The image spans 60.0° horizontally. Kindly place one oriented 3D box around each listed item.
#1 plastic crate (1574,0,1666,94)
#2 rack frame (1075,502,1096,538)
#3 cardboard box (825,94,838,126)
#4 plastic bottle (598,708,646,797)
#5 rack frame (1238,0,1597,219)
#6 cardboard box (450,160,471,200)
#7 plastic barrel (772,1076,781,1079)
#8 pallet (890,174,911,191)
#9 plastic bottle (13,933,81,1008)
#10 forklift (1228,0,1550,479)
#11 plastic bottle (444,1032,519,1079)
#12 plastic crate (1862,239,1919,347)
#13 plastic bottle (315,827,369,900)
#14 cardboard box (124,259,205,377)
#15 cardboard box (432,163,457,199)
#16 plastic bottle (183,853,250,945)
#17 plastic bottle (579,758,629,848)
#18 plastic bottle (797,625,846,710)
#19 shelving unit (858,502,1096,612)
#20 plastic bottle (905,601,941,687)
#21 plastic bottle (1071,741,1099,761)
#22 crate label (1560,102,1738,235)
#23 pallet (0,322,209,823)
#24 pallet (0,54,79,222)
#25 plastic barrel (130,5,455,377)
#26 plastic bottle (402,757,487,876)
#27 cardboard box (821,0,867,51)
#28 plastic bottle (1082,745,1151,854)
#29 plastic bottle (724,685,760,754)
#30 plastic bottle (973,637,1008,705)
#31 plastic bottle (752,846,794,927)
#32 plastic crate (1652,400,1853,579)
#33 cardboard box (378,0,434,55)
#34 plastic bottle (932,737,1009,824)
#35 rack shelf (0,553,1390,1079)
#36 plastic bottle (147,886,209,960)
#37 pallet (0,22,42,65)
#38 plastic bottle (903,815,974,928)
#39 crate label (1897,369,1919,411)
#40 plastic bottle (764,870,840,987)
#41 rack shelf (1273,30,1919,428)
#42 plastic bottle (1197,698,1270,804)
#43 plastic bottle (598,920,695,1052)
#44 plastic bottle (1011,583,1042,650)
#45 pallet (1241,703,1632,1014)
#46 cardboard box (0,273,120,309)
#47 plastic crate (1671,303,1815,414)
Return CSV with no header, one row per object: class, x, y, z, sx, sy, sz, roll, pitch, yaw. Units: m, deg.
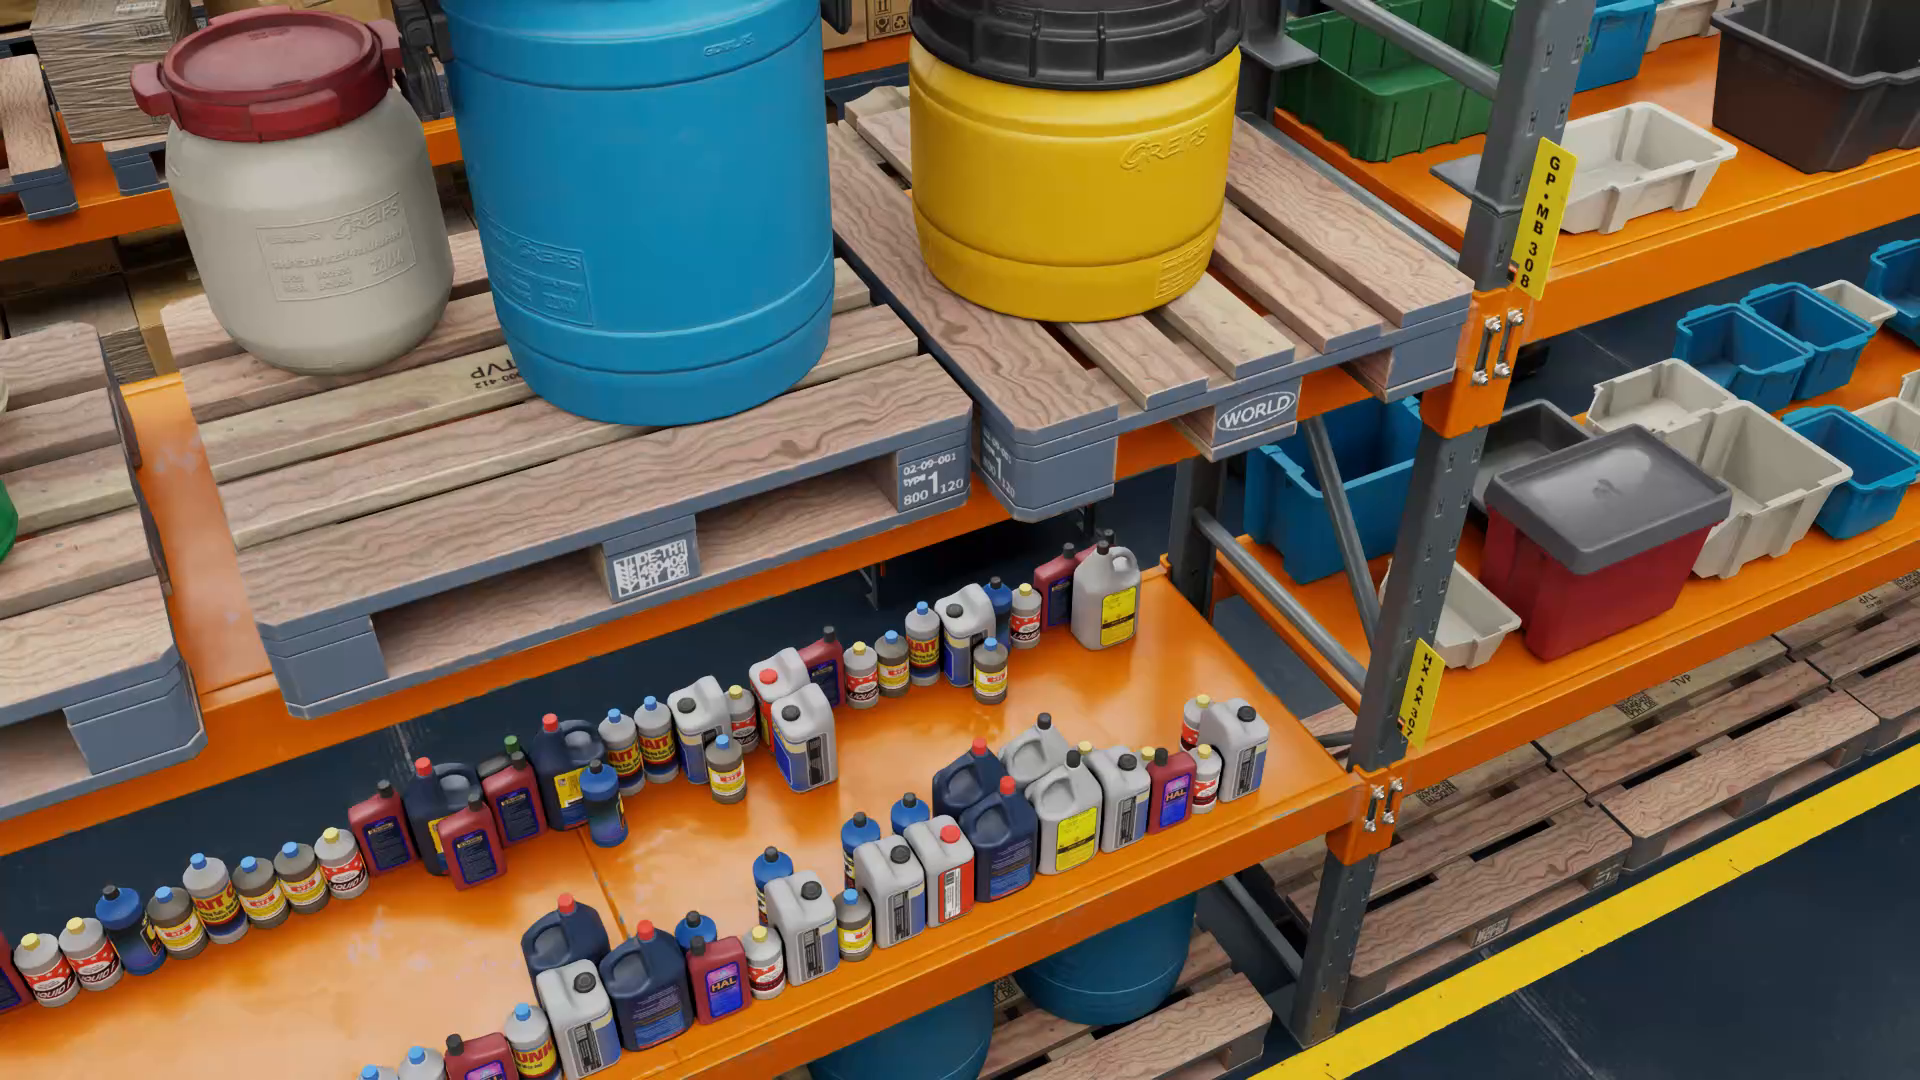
plastic crate,1.582,-1.349,4.330,0.300,0.233,0.416,-19,44,-21
rack frame,0.457,-0.583,7.068,0.032,1.125,0.500,-19,44,-21
cardboard box,-0.988,-2.199,9.120,0.500,0.500,0.500,-19,44,-21
plastic bottle,-0.893,0.549,4.379,0.097,0.271,0.097,0,40,0
rack frame,0.922,-2.103,2.769,0.127,3.000,1.000,-19,44,-21
cardboard box,-2.372,-1.696,8.526,0.500,0.500,0.500,-18,43,-20
plastic barrel,-0.738,1.457,4.807,0.421,0.512,0.421,0,40,0
pallet,-0.753,-1.793,9.205,1.213,0.211,1.003,-19,44,-21
plastic bottle,-2.148,0.998,3.903,0.097,0.201,0.097,0,40,0
forklift,2.286,-2.121,7.487,3.031,2.935,1.130,-24,46,-25
plastic bottle,-1.047,1.163,3.645,0.133,0.283,0.061,-19,44,-21
plastic crate,3.515,-0.884,6.056,0.300,0.233,0.416,-19,44,-21
plastic bottle,-1.544,0.795,4.143,0.097,0.201,0.097,0,40,0
cardboard box,-3.466,-0.951,7.646,0.500,0.500,0.500,-19,44,-21
cardboard box,-2.791,-1.850,8.127,0.500,0.250,0.500,-19,44,-21
plastic bottle,-1.803,0.856,4.017,0.097,0.271,0.097,0,40,0
plastic bottle,-0.913,0.661,4.247,0.097,0.271,0.097,0,40,0
plastic bottle,-0.388,0.361,4.592,0.133,0.283,0.061,-19,44,-21
shelving unit,0.006,-0.431,6.889,1.048,1.125,0.538,-19,44,-21
plastic bottle,-0.104,0.284,4.692,0.097,0.271,0.097,0,40,0
plastic bottle,0.324,0.609,4.363,0.097,0.201,0.097,0,40,0
crate label,1.490,-0.838,3.801,0.466,0.136,0.293,-19,44,-21
pallet,-1.902,0.136,2.593,1.213,0.211,1.003,-19,44,-21
pallet,-4.342,-1.628,7.000,1.003,0.211,1.213,-19,44,-21
plastic barrel,-1.123,-0.592,2.876,0.433,0.535,0.433,0,40,0
plastic bottle,-1.290,0.670,4.175,0.185,0.351,0.144,-19,44,-21
cardboard box,-0.785,-2.687,8.025,0.500,0.500,0.500,-17,43,-20
plastic bottle,0.398,0.646,4.261,0.135,0.276,0.152,-19,44,-21
plastic bottle,-0.601,0.478,4.518,0.097,0.201,0.097,0,40,0
plastic bottle,0.085,0.358,4.660,0.097,0.201,0.097,0,40,0
plastic bottle,-0.449,0.842,4.033,0.097,0.271,0.097,0,40,0
plastic crate,2.362,-0.141,5.140,0.530,0.282,0.437,-19,44,-21
cardboard box,-2.467,-2.596,7.593,0.500,0.500,0.700,-12,42,-14
plastic bottle,0.027,0.640,4.210,0.185,0.351,0.144,-19,44,-21
rack shelf,-0.852,1.058,4.235,4.000,0.370,1.077,-19,44,-21
plastic bottle,-1.889,0.911,4.005,0.097,0.201,0.097,0,40,0
pallet,-6.468,-3.424,11.132,1.213,0.211,1.003,-19,44,-21
plastic bottle,-0.049,0.797,4.083,0.135,0.276,0.152,-19,44,-21
crate label,3.331,-0.407,5.566,0.243,0.136,0.396,-19,44,-21
plastic bottle,-0.374,0.906,3.954,0.135,0.276,0.152,-19,44,-21
rack shelf,2.696,-1.280,4.676,4.000,0.370,1.077,-19,44,-21
plastic bottle,0.722,0.537,4.390,0.135,0.276,0.152,-19,44,-21
plastic bottle,-0.719,0.996,3.790,0.185,0.351,0.144,-19,44,-21
plastic bottle,0.188,0.212,4.831,0.097,0.201,0.097,0,40,0
pallet,1.556,1.010,5.894,1.213,0.211,1.003,-19,44,-21
cardboard box,-4.189,-1.086,7.806,0.500,0.500,0.500,-17,43,-19
plastic crate,2.665,-0.598,5.718,0.300,0.233,0.416,-19,44,-21
